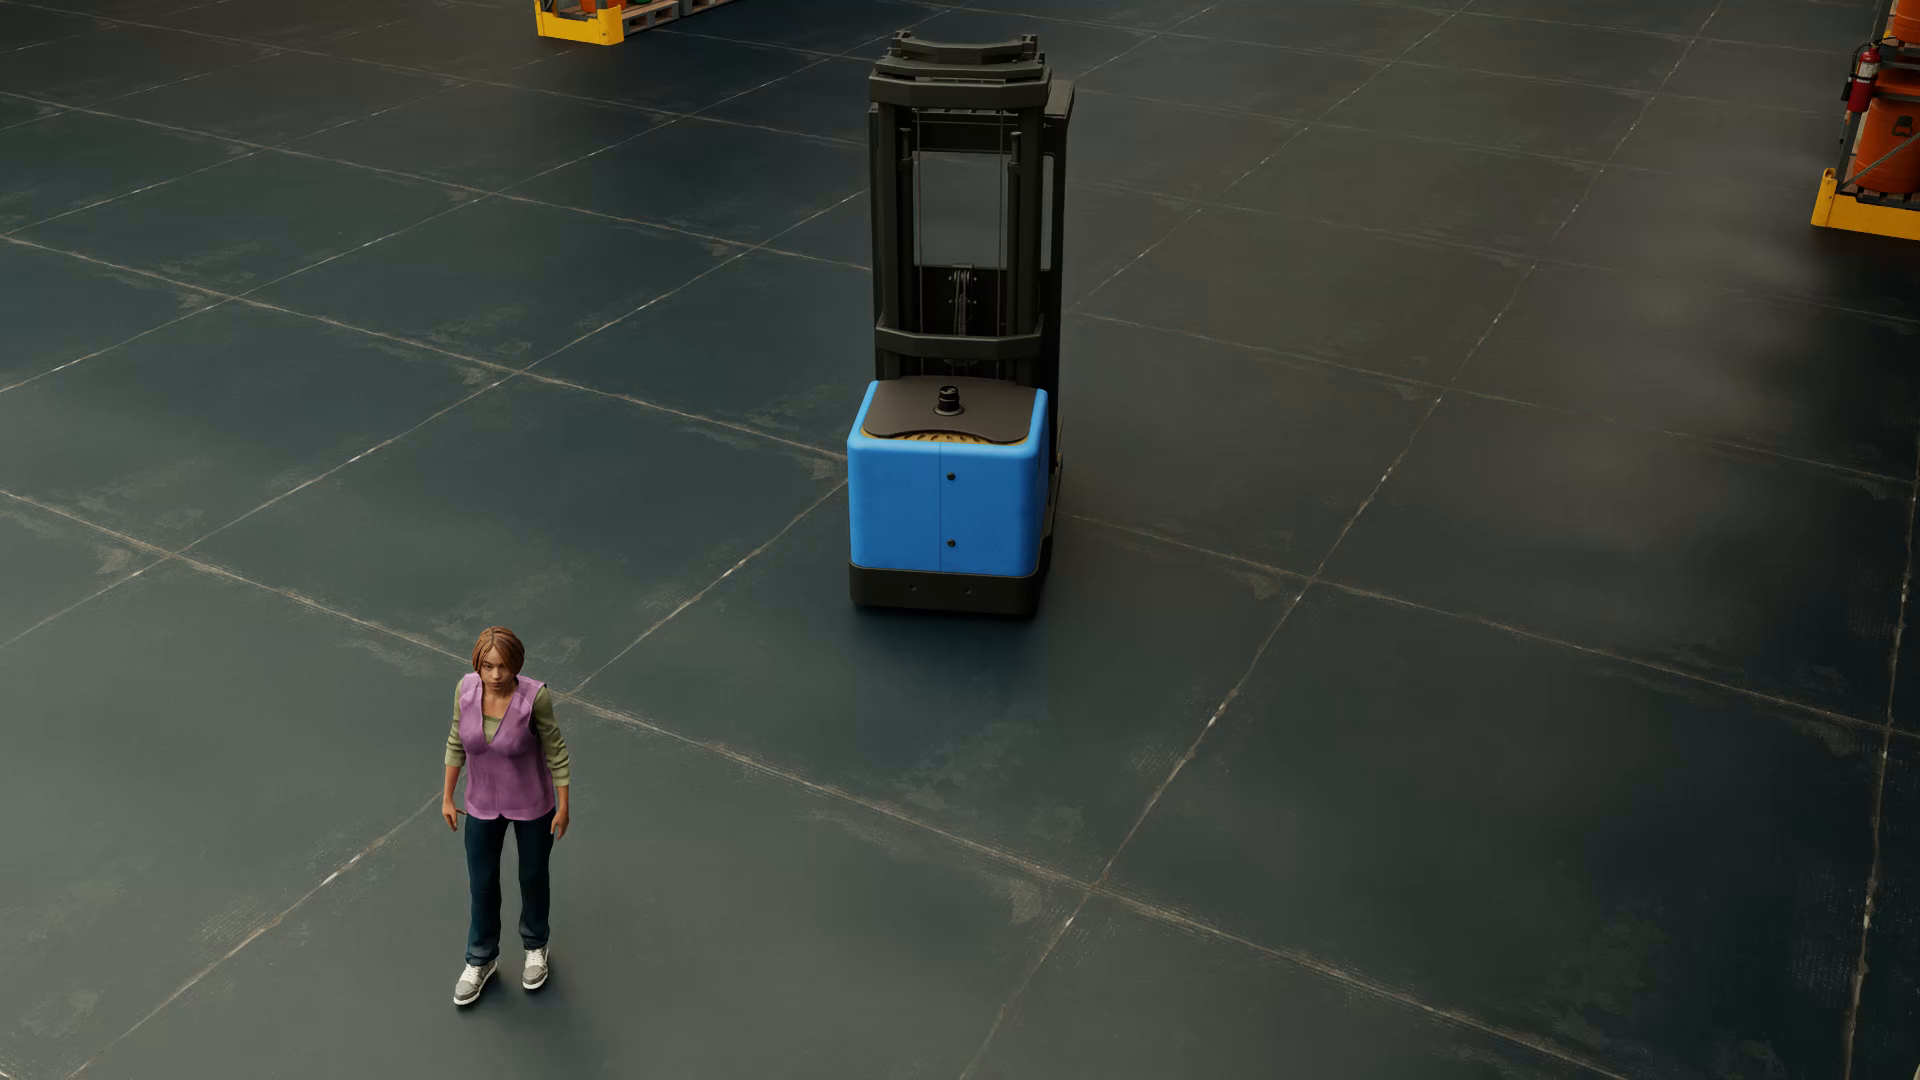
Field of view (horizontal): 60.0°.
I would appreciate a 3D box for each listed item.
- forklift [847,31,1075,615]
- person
[{"bbox_3d":[0.072,-1.572,9.794,1.130,2.935,3.031,3,30,6],"label":"forklift"},{"bbox_3d":[-1.788,1.088,6.506,0.519,1.599,0.473,1,30,2],"label":"person"}]
